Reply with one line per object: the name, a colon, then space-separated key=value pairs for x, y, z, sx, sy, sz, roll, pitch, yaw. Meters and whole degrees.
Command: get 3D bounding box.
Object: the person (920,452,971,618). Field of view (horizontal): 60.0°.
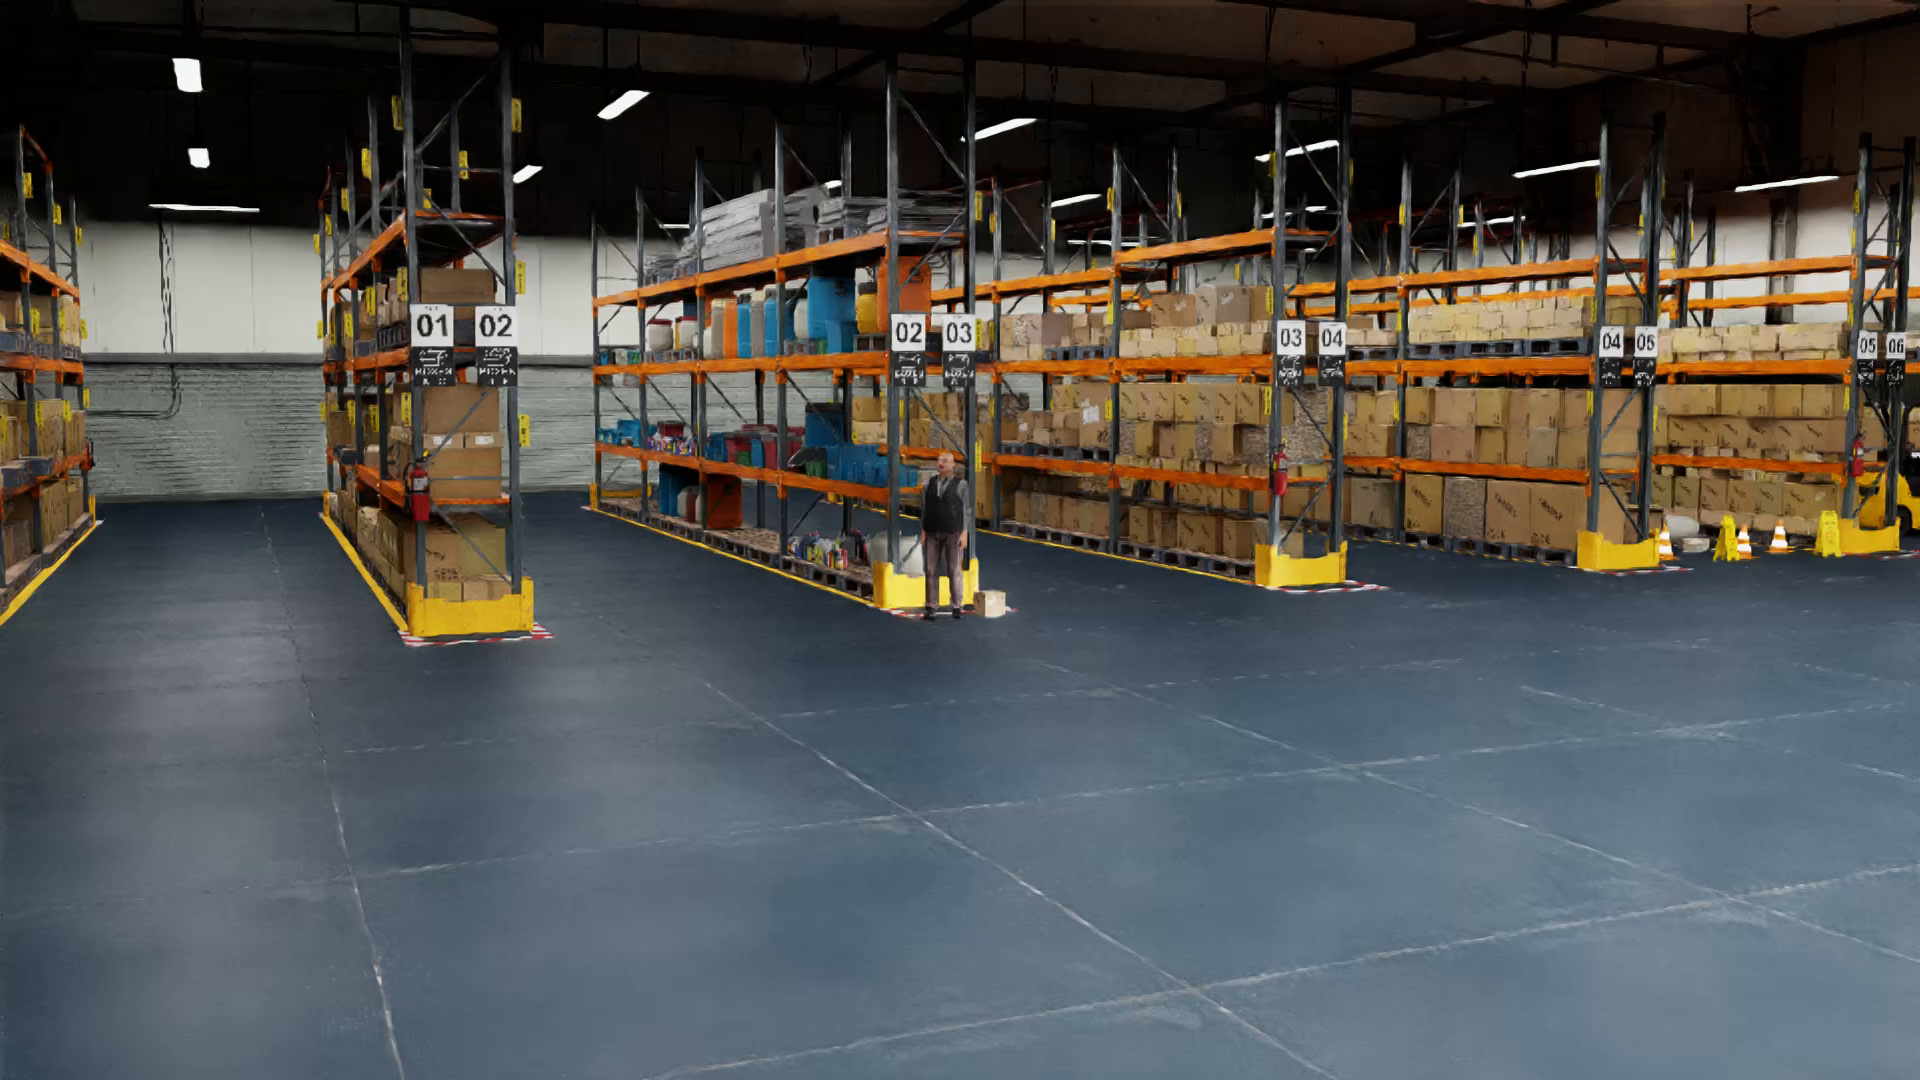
person: x=-0.167 y=-0.052 z=17.224 sx=0.542 sy=1.723 sz=0.374 roll=1 pitch=6 yaw=16
